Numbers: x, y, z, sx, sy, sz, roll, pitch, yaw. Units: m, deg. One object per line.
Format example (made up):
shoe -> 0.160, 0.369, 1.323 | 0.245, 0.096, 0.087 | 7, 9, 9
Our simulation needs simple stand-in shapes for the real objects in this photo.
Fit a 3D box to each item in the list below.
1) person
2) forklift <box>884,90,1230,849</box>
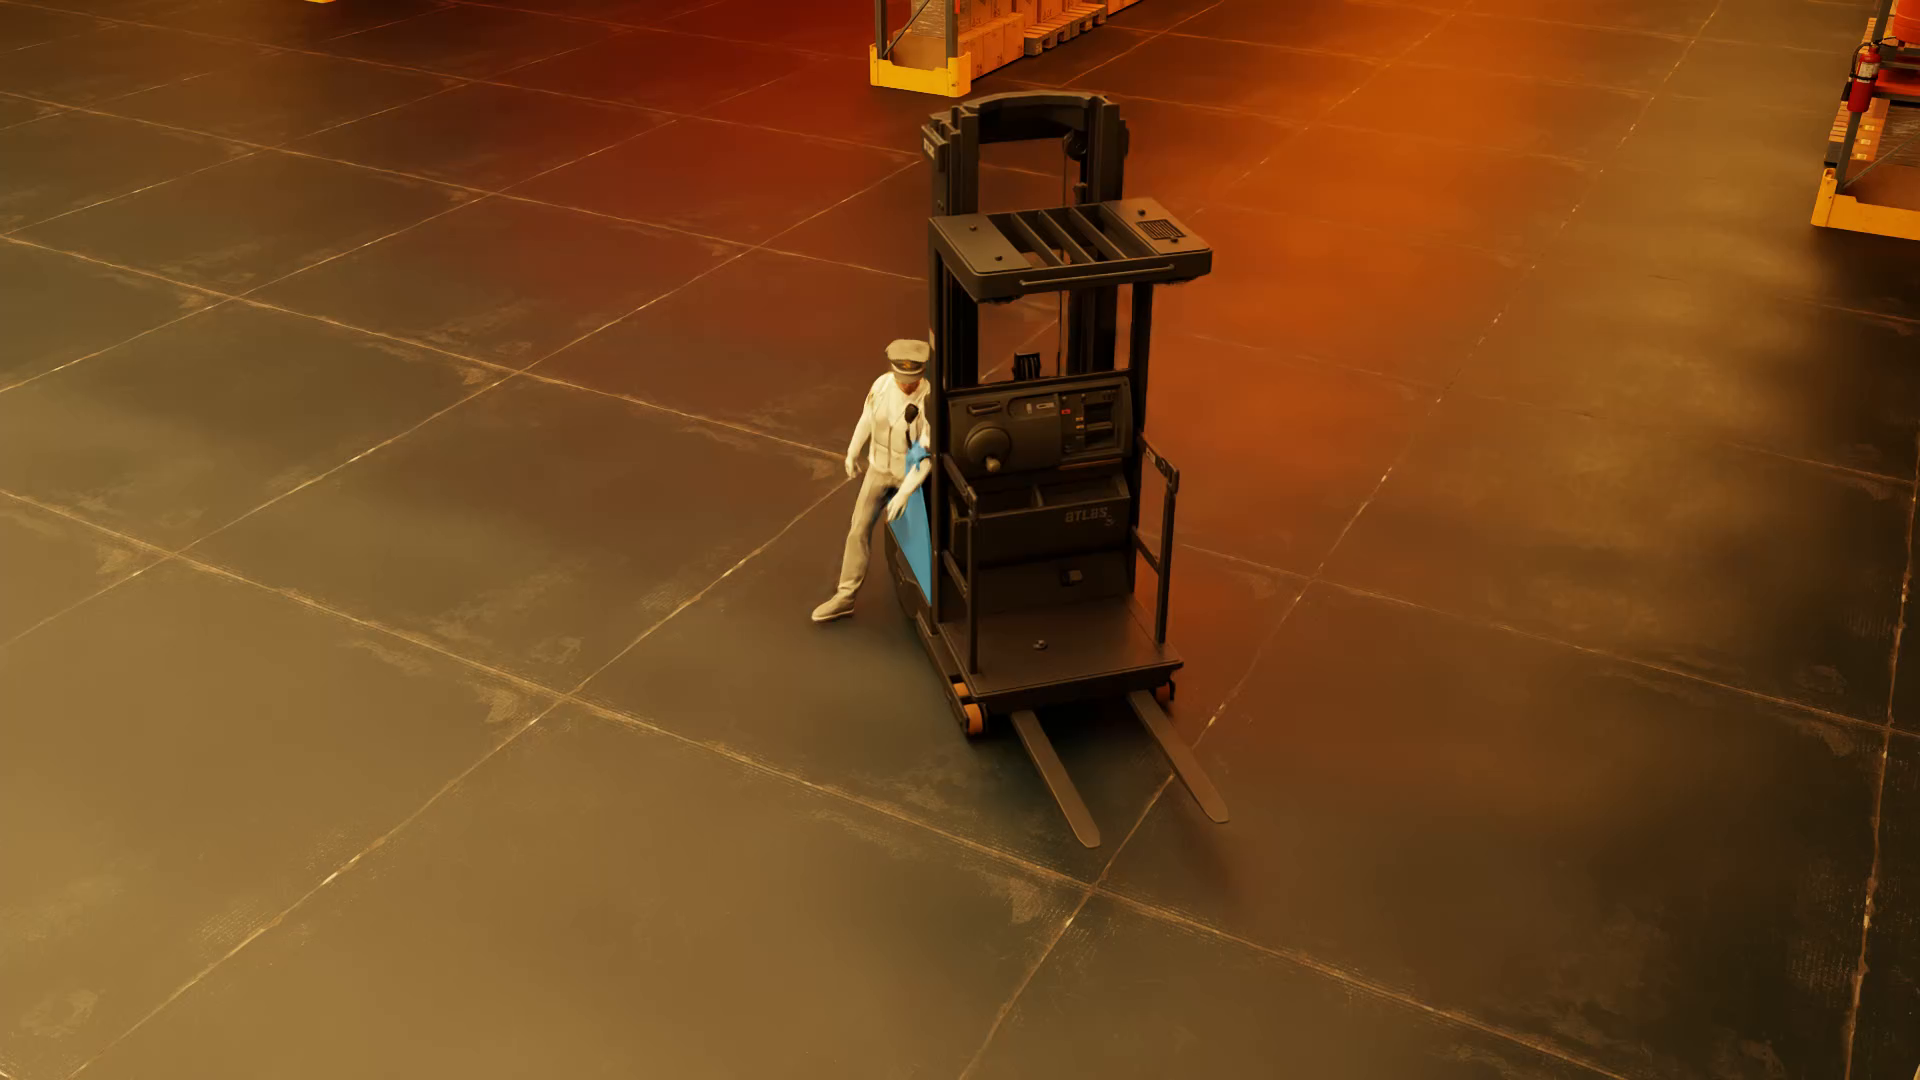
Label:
person -> -0.375, -0.304, 8.925 | 0.729, 1.575, 0.841 | 15, 33, 24
forklift -> 0.460, -0.508, 7.950 | 1.130, 2.935, 3.031 | -8, 31, -14
